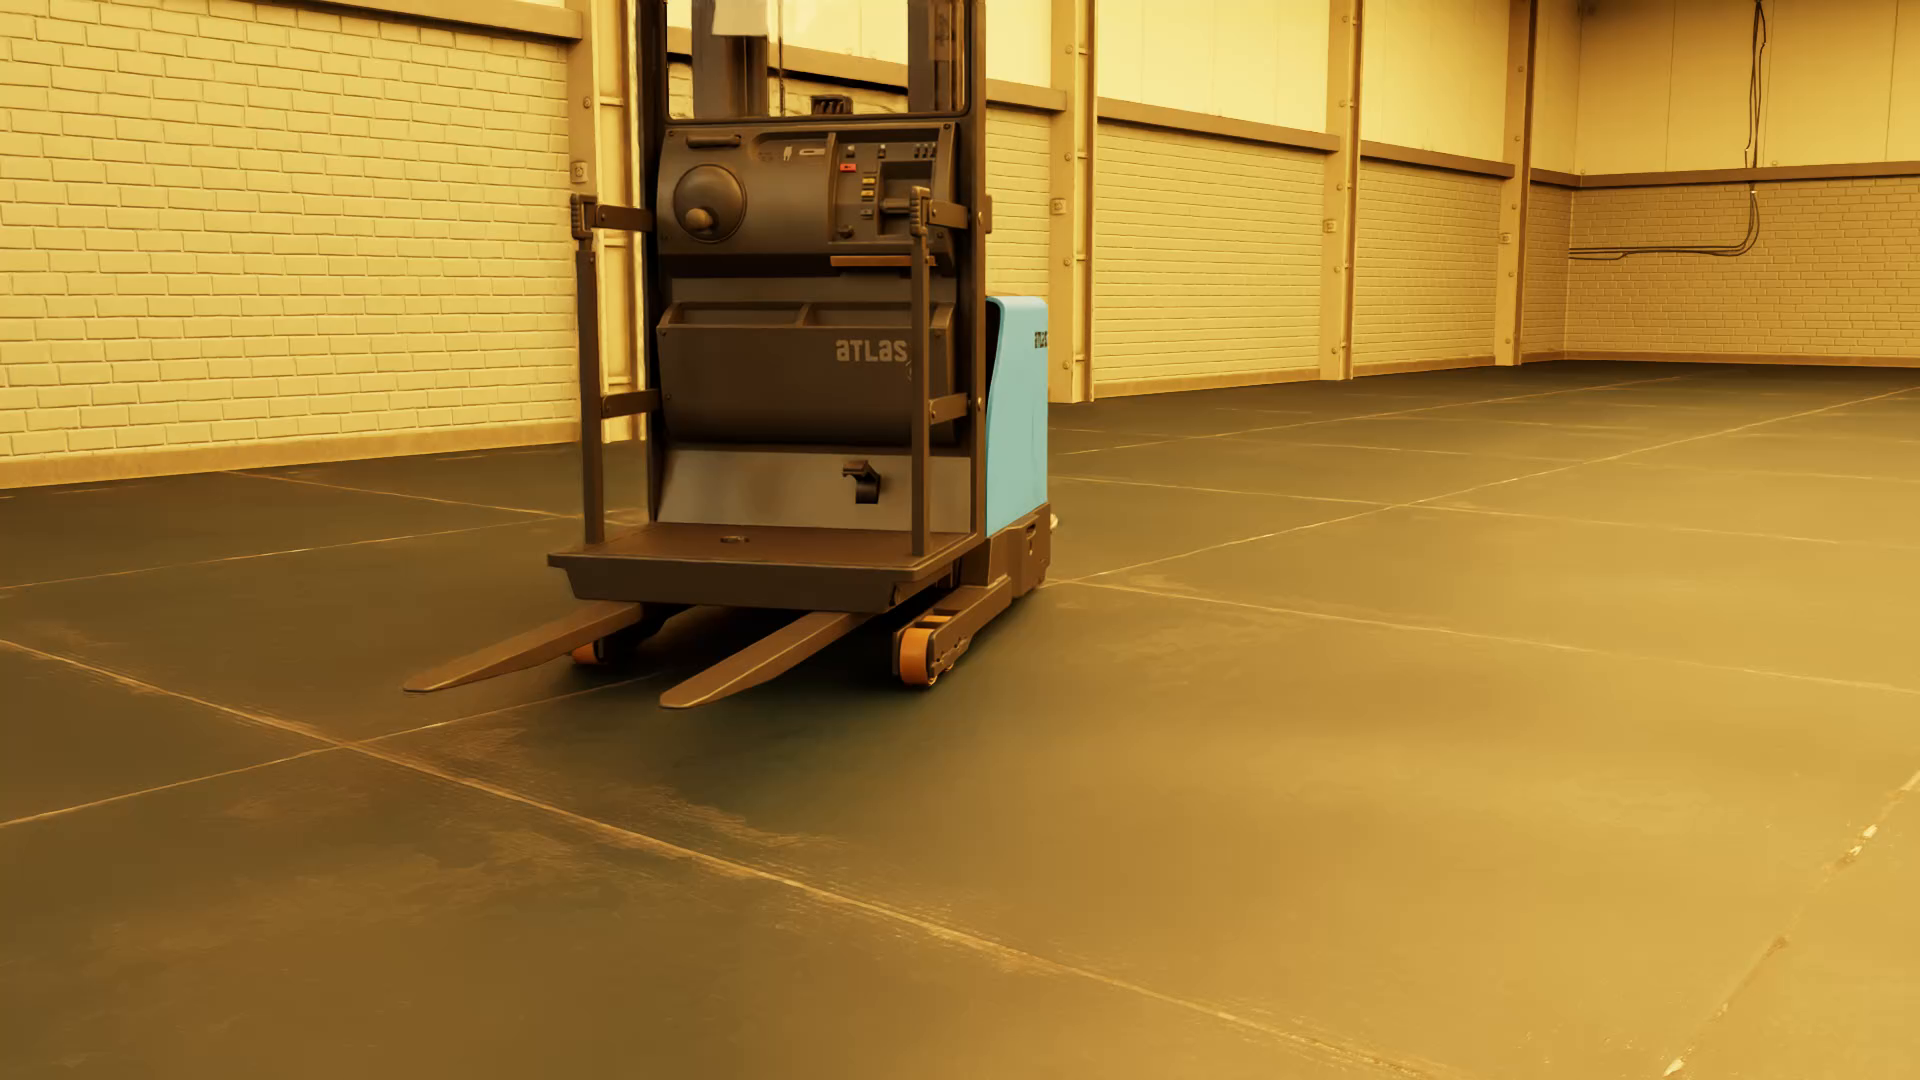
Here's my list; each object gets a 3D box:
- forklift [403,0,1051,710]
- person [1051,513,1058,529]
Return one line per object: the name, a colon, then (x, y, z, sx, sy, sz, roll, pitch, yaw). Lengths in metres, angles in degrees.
forklift: (-0.522, -1.104, 4.829, 1.130, 2.935, 3.031, 2, 9, 14)
person: (-0.197, -0.844, 7.838, 0.932, 1.565, 1.265, -5, 9, -28)
